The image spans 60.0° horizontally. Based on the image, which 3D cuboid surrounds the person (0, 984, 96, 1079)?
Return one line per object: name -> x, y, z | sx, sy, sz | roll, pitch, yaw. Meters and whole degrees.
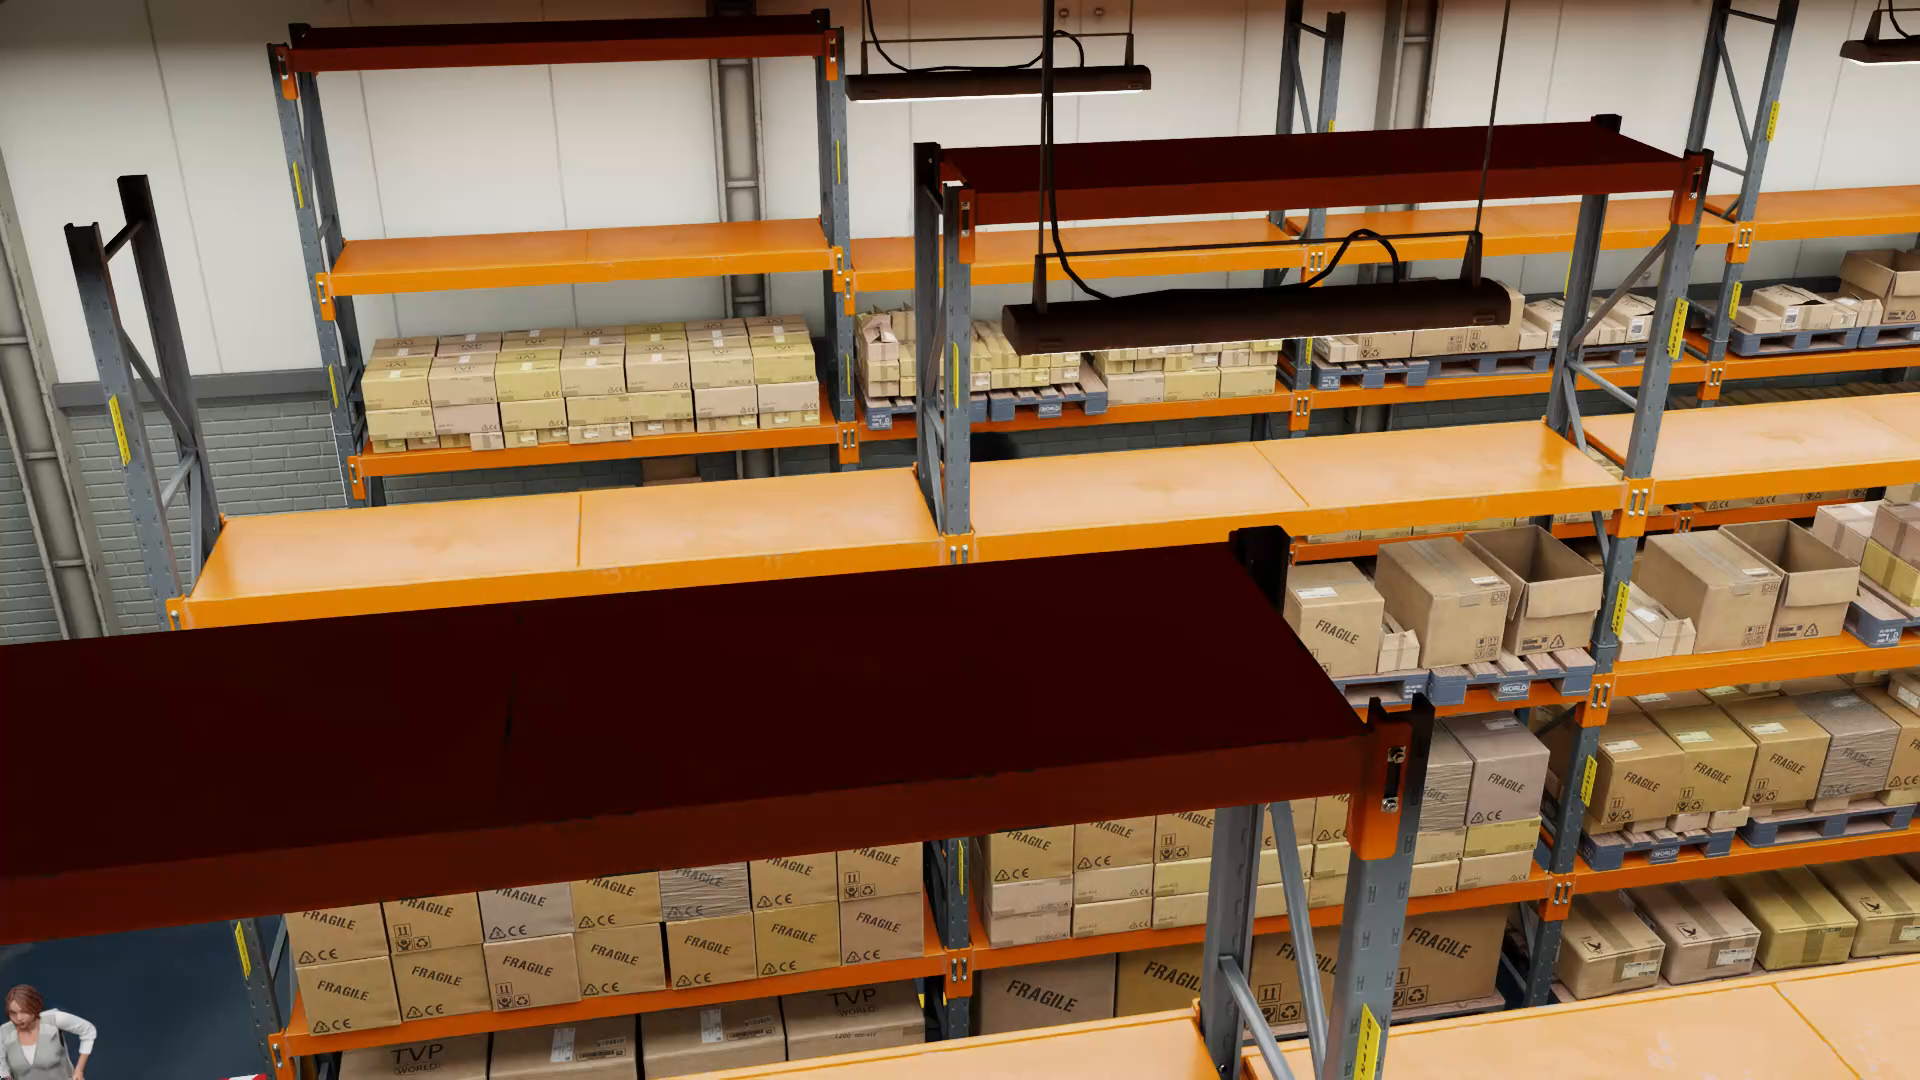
person -> -5.301, 3.317, 9.720 | 0.521, 1.470, 0.570 | -6, 27, -13
